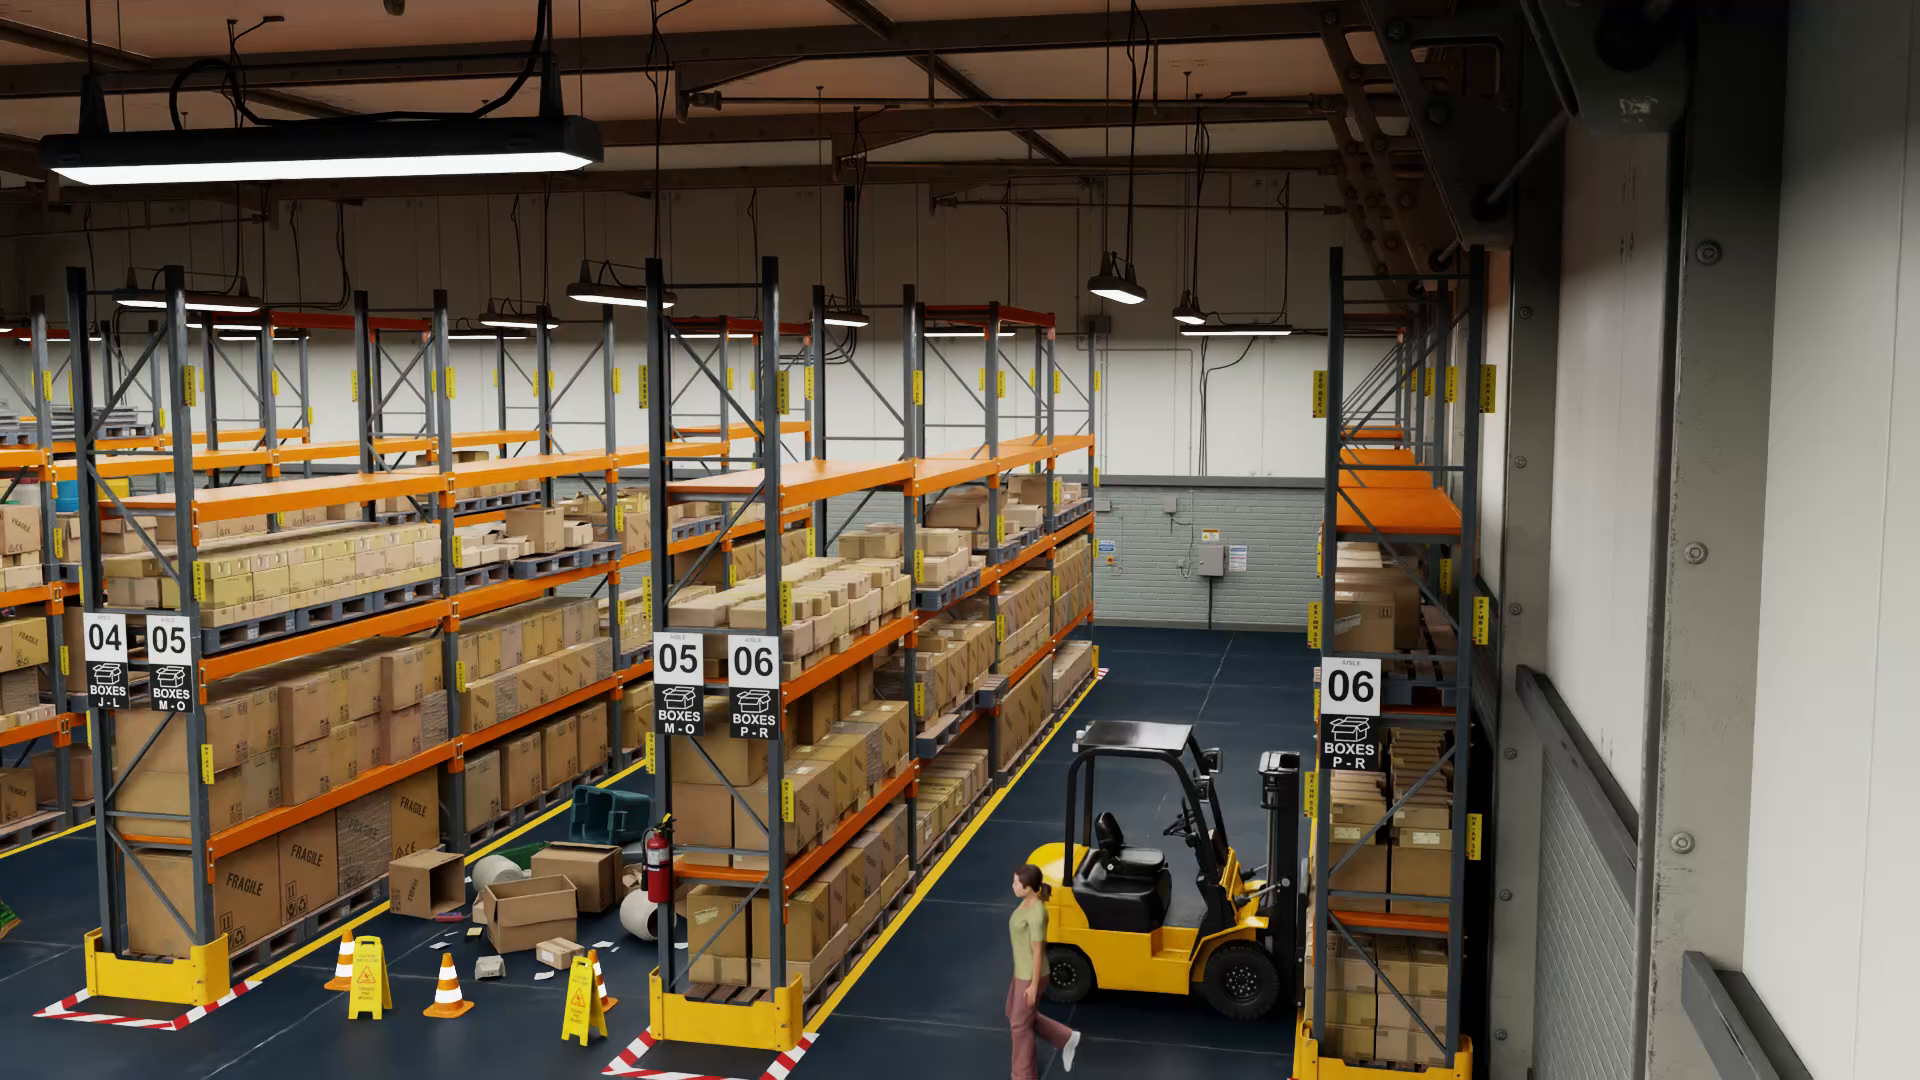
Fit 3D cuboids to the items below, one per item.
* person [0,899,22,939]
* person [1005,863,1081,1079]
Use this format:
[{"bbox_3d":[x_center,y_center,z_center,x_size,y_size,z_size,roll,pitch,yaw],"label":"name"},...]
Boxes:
[{"bbox_3d":[-8.902,2.784,14.821,0.846,1.776,0.568,-1,6,-13],"label":"person"},{"bbox_3d":[0.563,3.127,11.931,0.625,1.660,0.506,0,6,-1],"label":"person"}]
